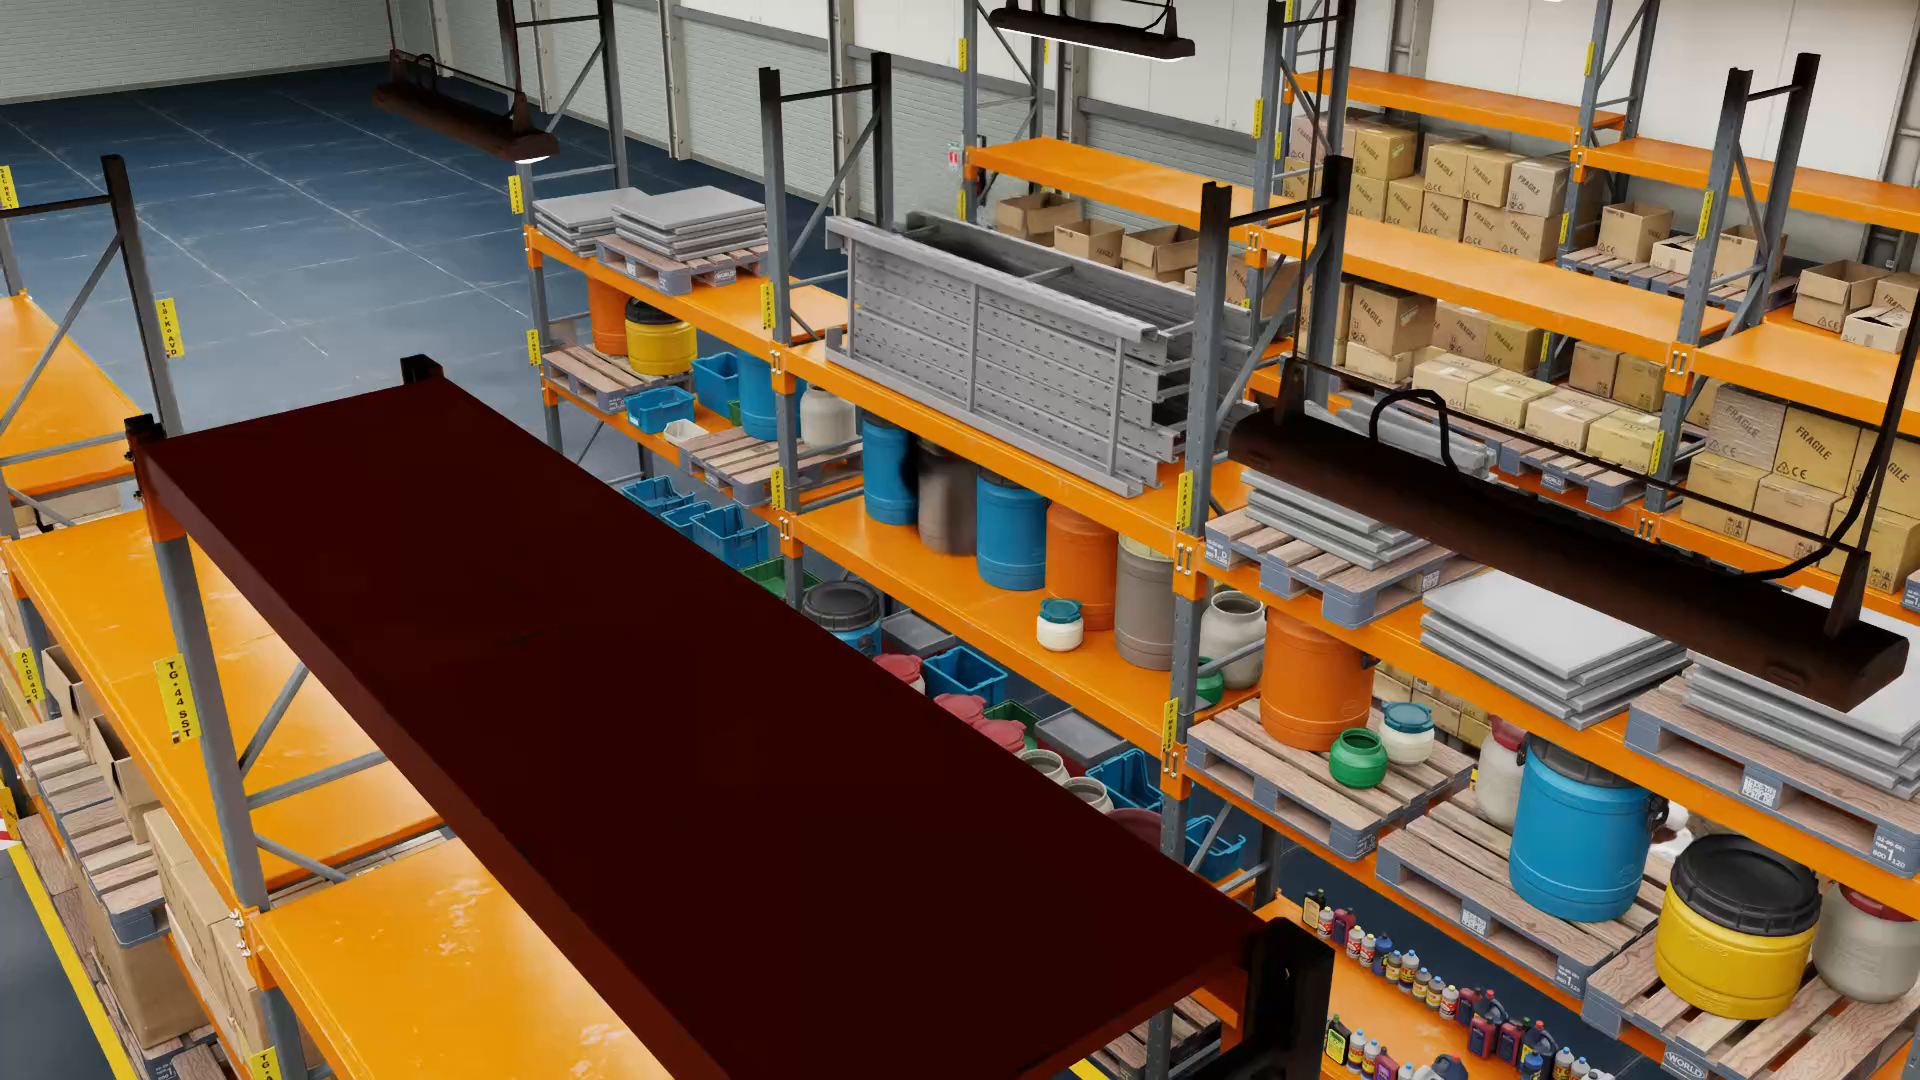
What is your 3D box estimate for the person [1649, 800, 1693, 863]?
[{"bbox_3d":[4.571,2.488,11.105,0.626,1.817,0.783,-22,33,-38],"label":"person"}]
